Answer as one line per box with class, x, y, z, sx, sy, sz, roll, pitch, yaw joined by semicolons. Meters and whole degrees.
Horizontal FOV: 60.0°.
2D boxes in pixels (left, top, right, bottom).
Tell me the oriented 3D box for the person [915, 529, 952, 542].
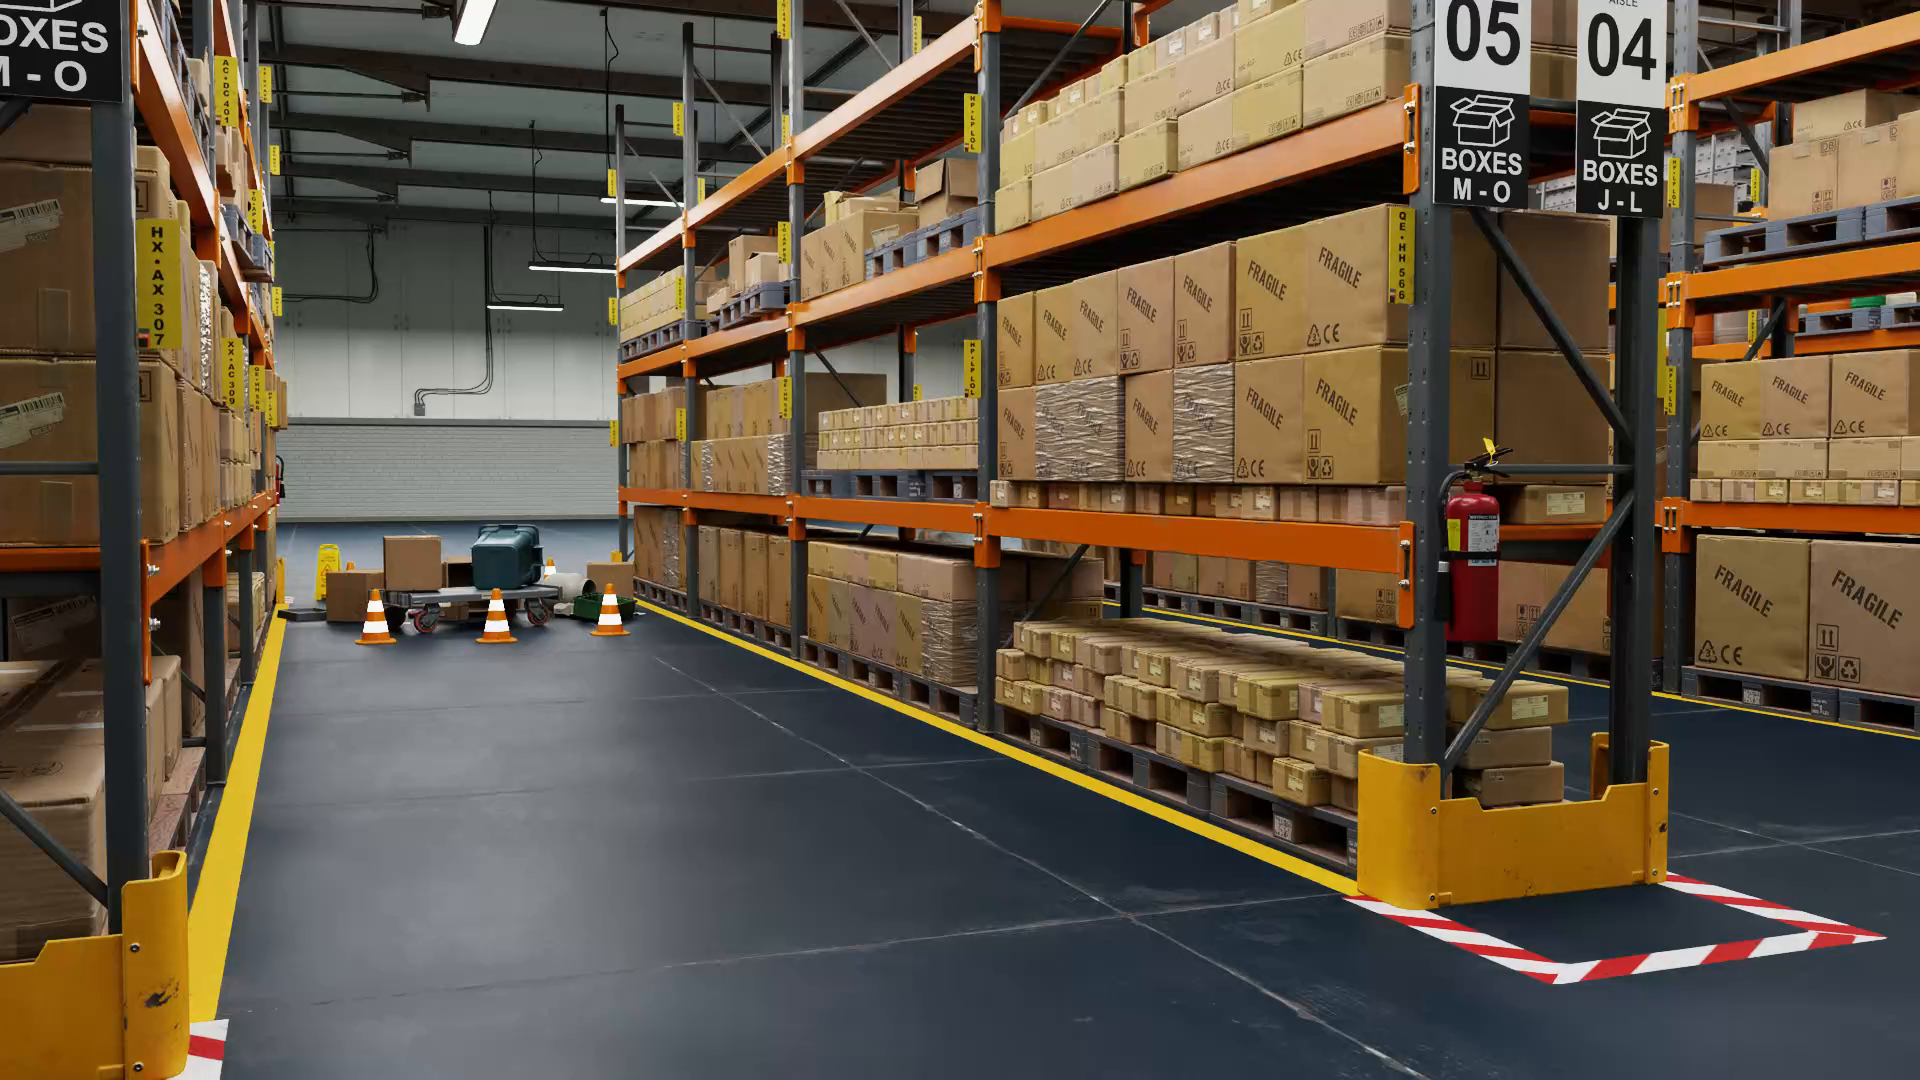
person;-0.250;-0.064;17.327;0.493;1.657;0.479;-2;3;-41
